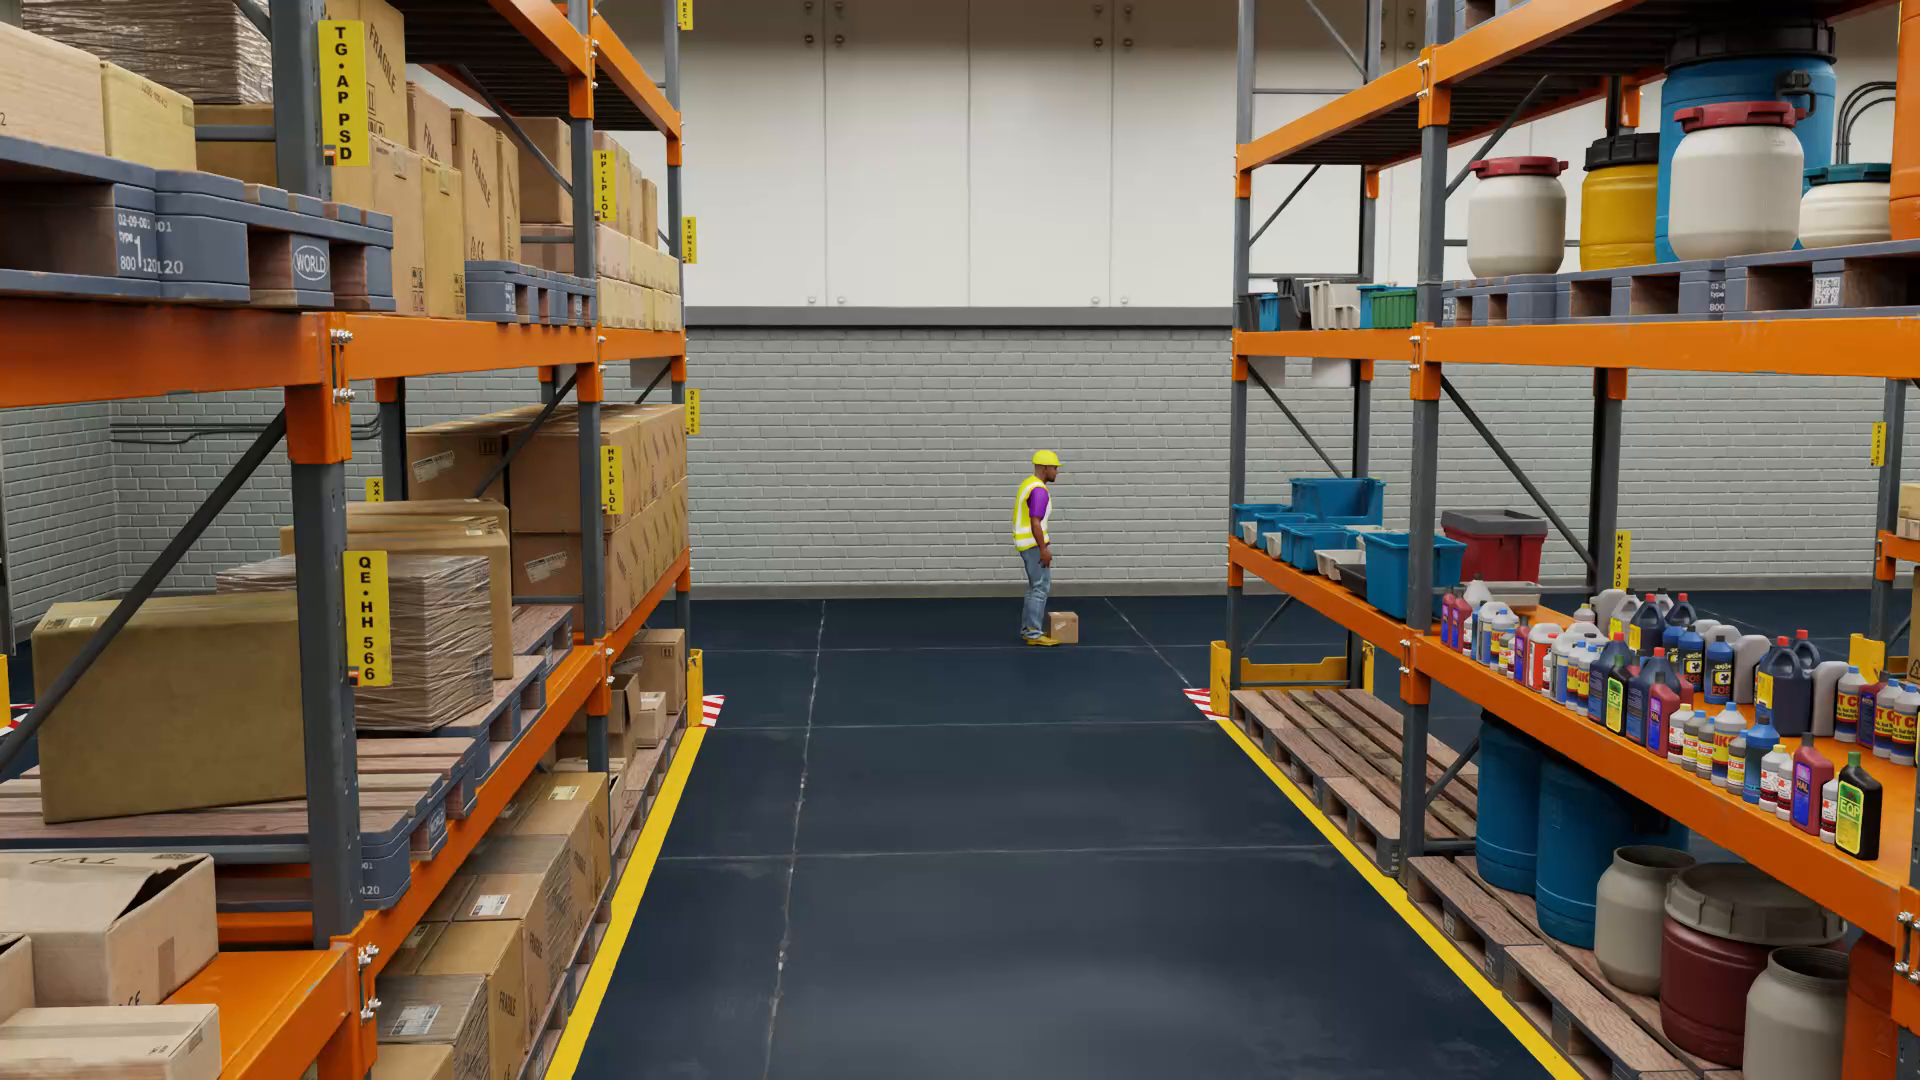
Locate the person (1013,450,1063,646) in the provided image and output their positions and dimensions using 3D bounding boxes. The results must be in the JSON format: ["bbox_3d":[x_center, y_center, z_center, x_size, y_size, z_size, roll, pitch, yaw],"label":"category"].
[{"bbox_3d":[0.715,0.060,15.159,0.456,1.761,0.627,0,7,-3],"label":"person"}]
